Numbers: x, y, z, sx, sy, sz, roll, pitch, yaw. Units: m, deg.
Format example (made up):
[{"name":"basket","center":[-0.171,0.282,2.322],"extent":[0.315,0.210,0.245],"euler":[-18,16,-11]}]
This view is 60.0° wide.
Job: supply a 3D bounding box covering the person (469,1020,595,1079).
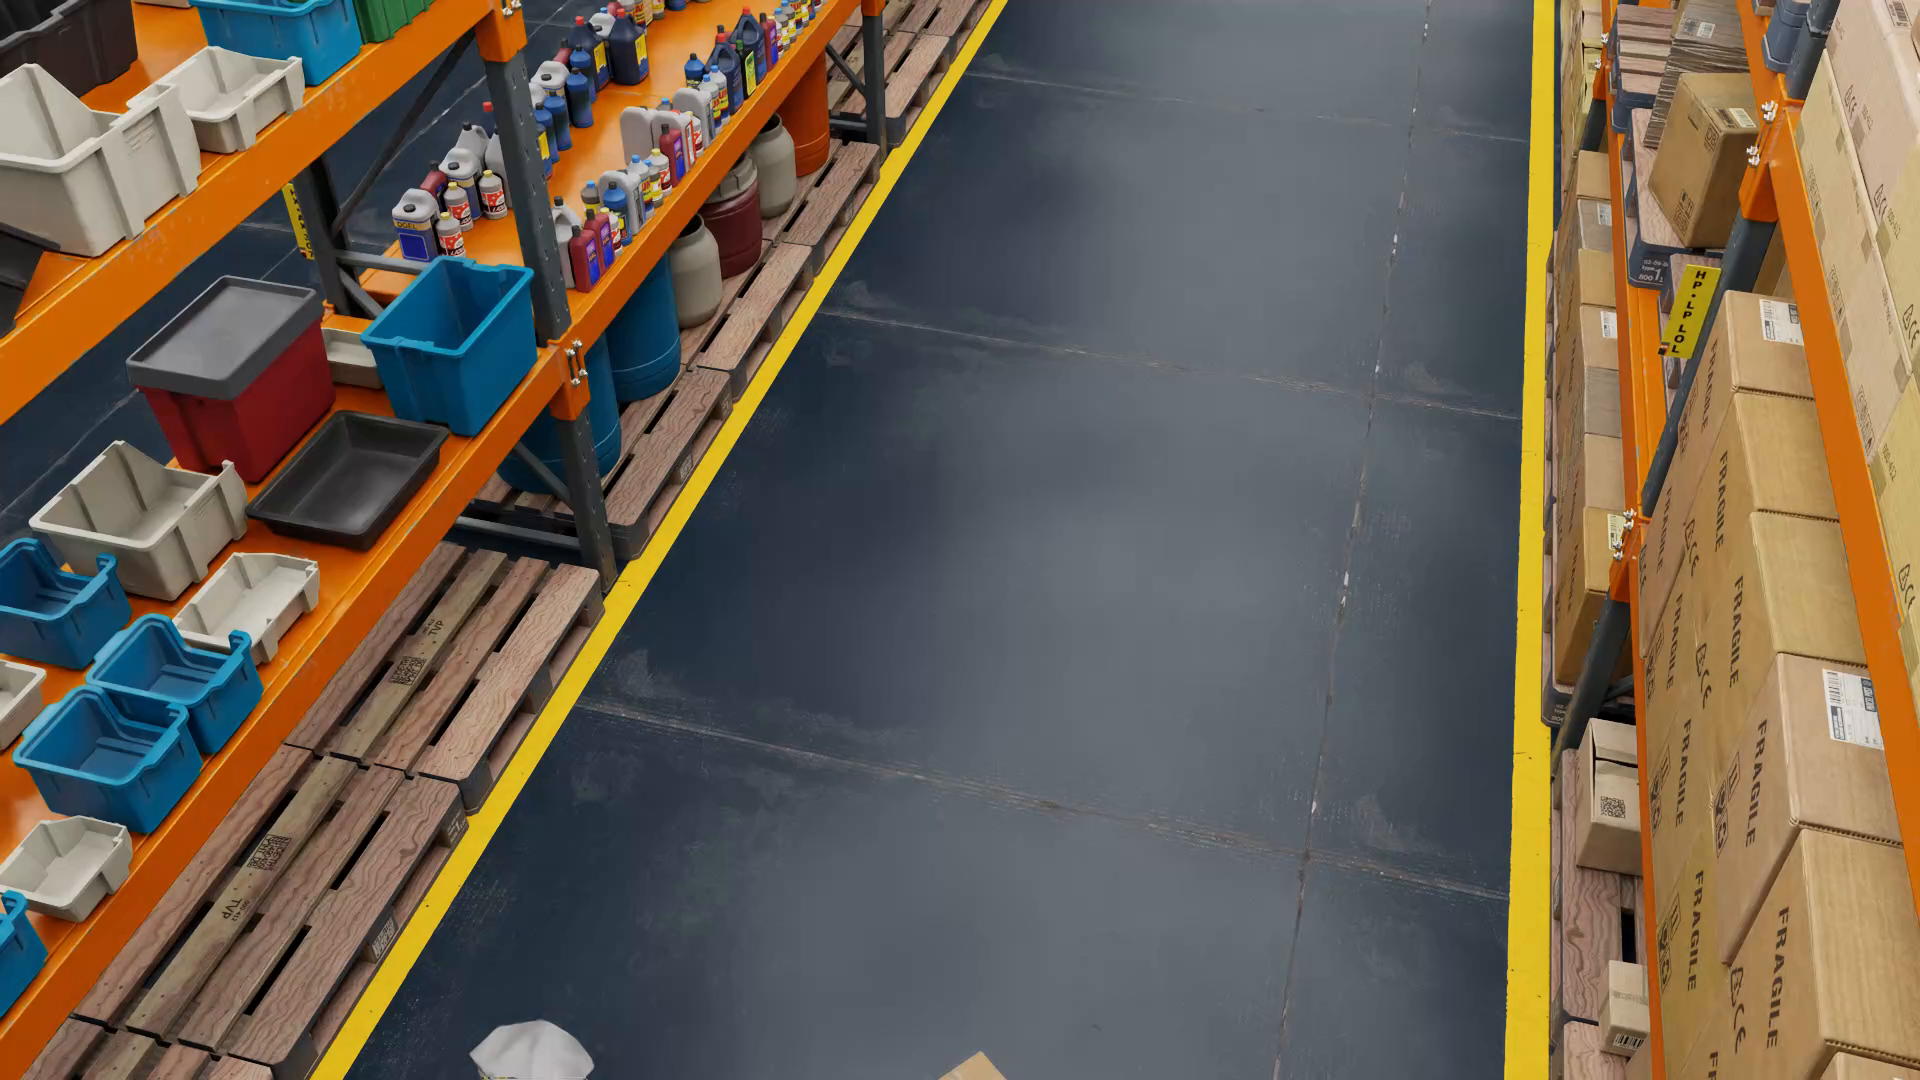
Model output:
[{"name":"person","center":[-0.990,1.807,4.017],"extent":[0.556,1.711,1.038],"euler":[27,47,28]}]
